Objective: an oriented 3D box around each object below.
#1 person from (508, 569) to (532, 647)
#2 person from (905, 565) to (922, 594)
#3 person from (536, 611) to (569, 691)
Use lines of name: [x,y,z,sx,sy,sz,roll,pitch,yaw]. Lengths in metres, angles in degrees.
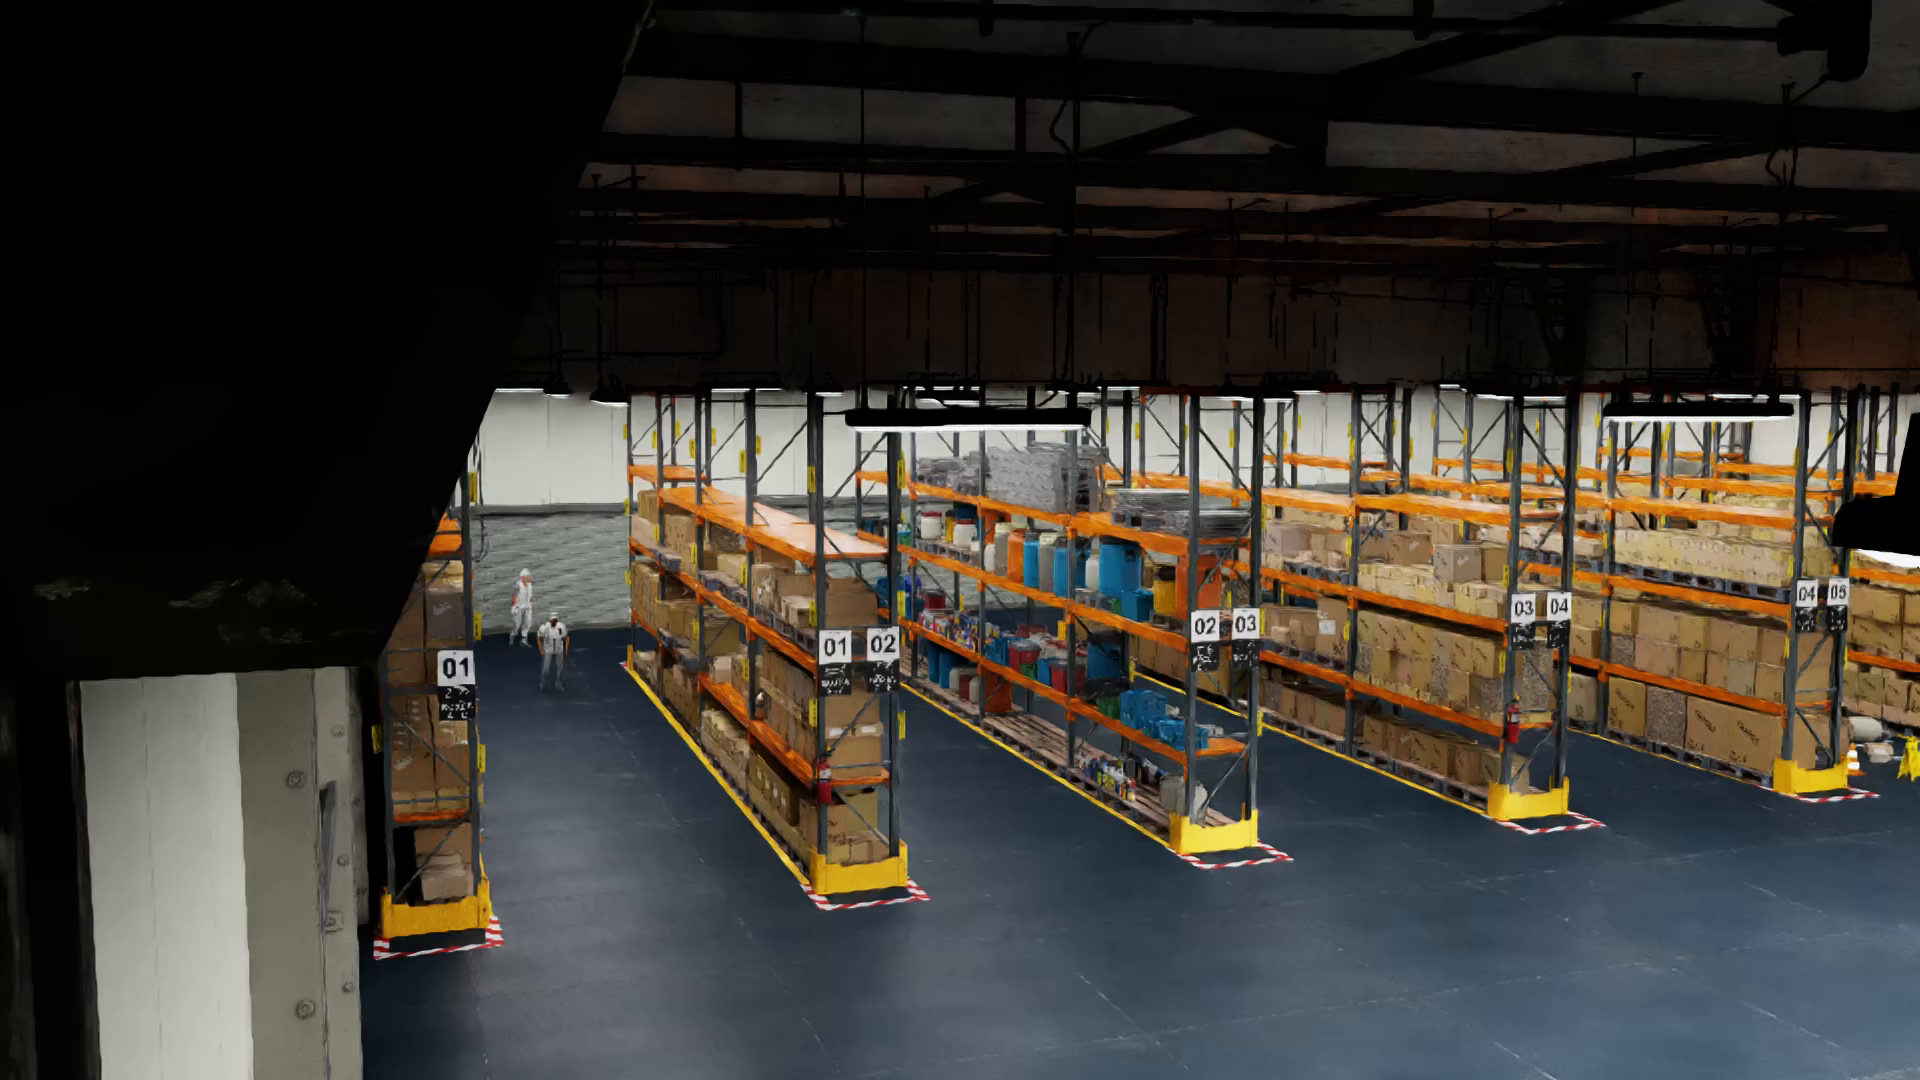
person: [-10.028,1.542,37.899,0.576,1.775,0.584,4,7,36]
person: [-1.157,1.380,40.219,0.463,1.596,0.998,-2,6,-20]
person: [-7.964,2.182,32.551,0.625,1.607,0.582,-2,6,-21]
